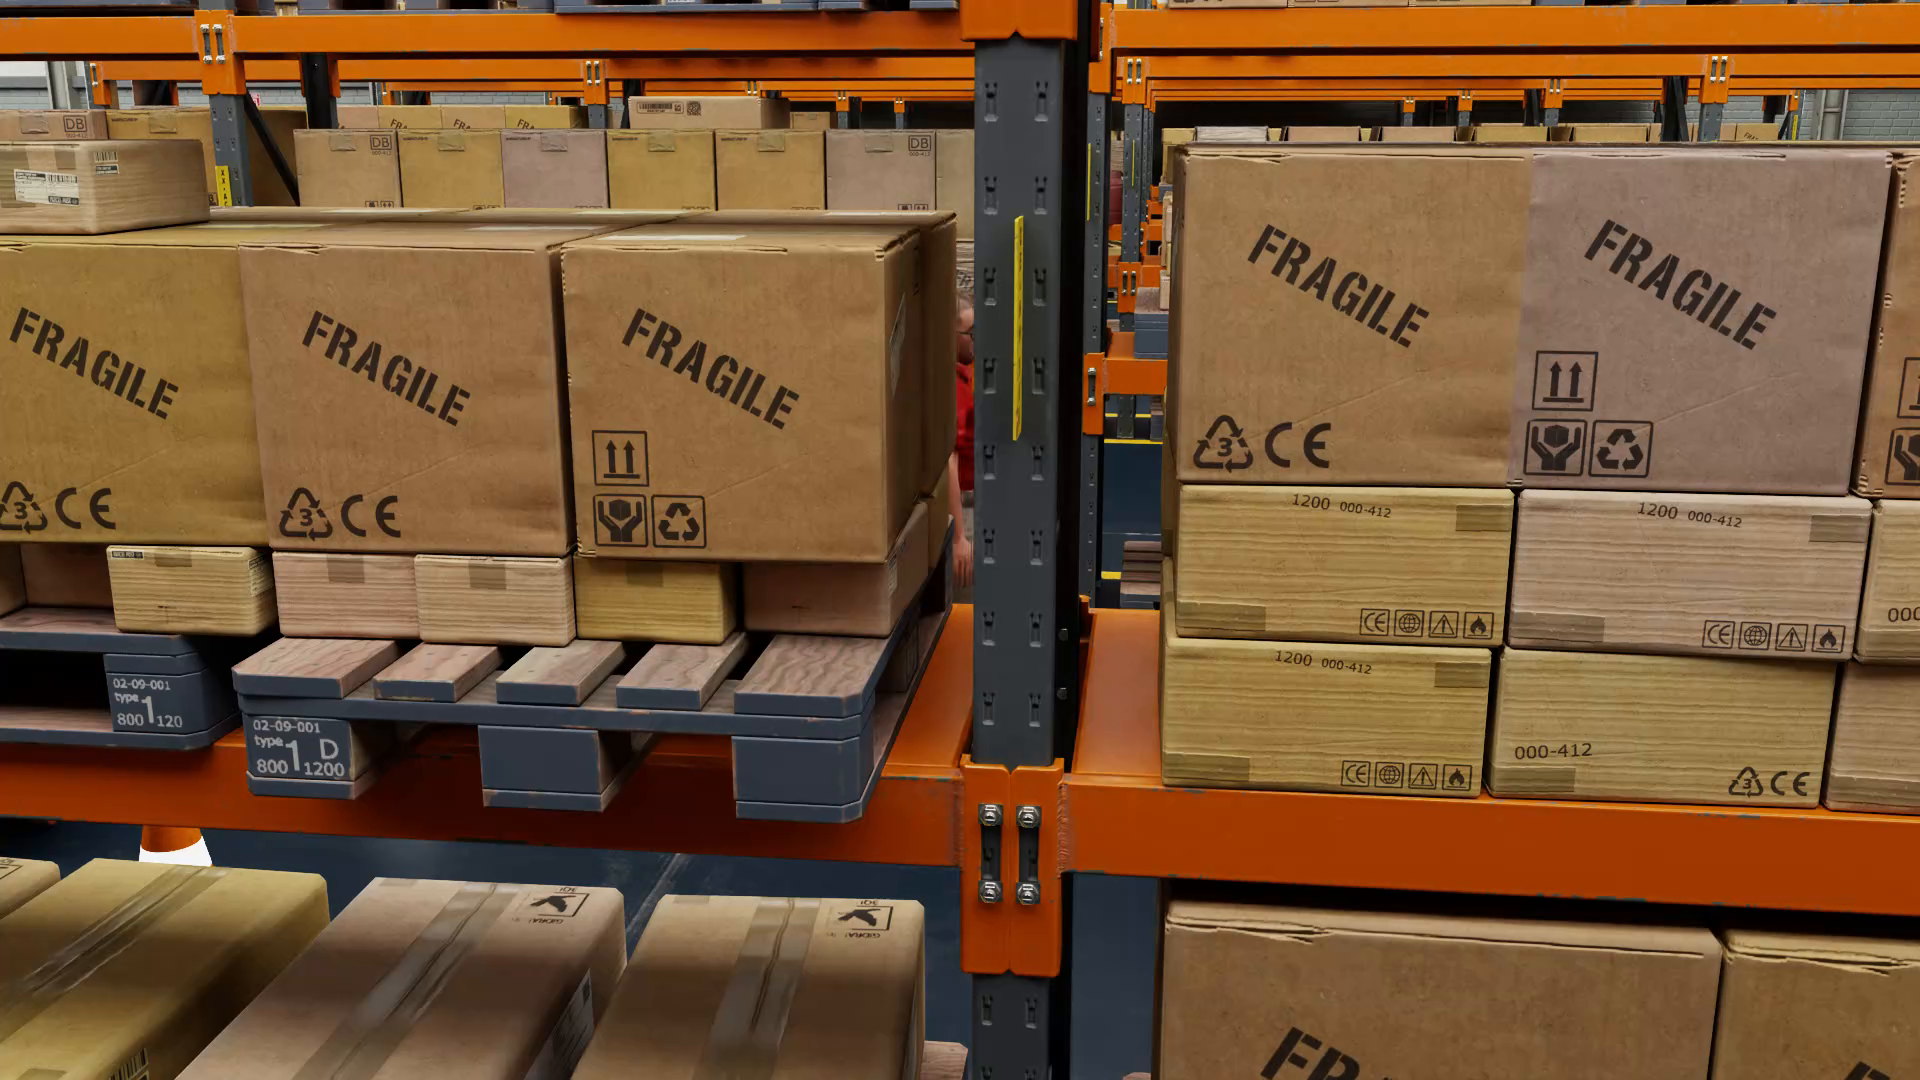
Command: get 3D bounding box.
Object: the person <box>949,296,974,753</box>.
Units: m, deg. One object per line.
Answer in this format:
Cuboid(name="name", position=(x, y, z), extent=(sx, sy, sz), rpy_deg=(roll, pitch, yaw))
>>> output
Cuboid(name="person", position=(-0.018, -0.055, 6.225), extent=(0.633, 1.717, 0.648), rpy_deg=(-4, 15, -14))
